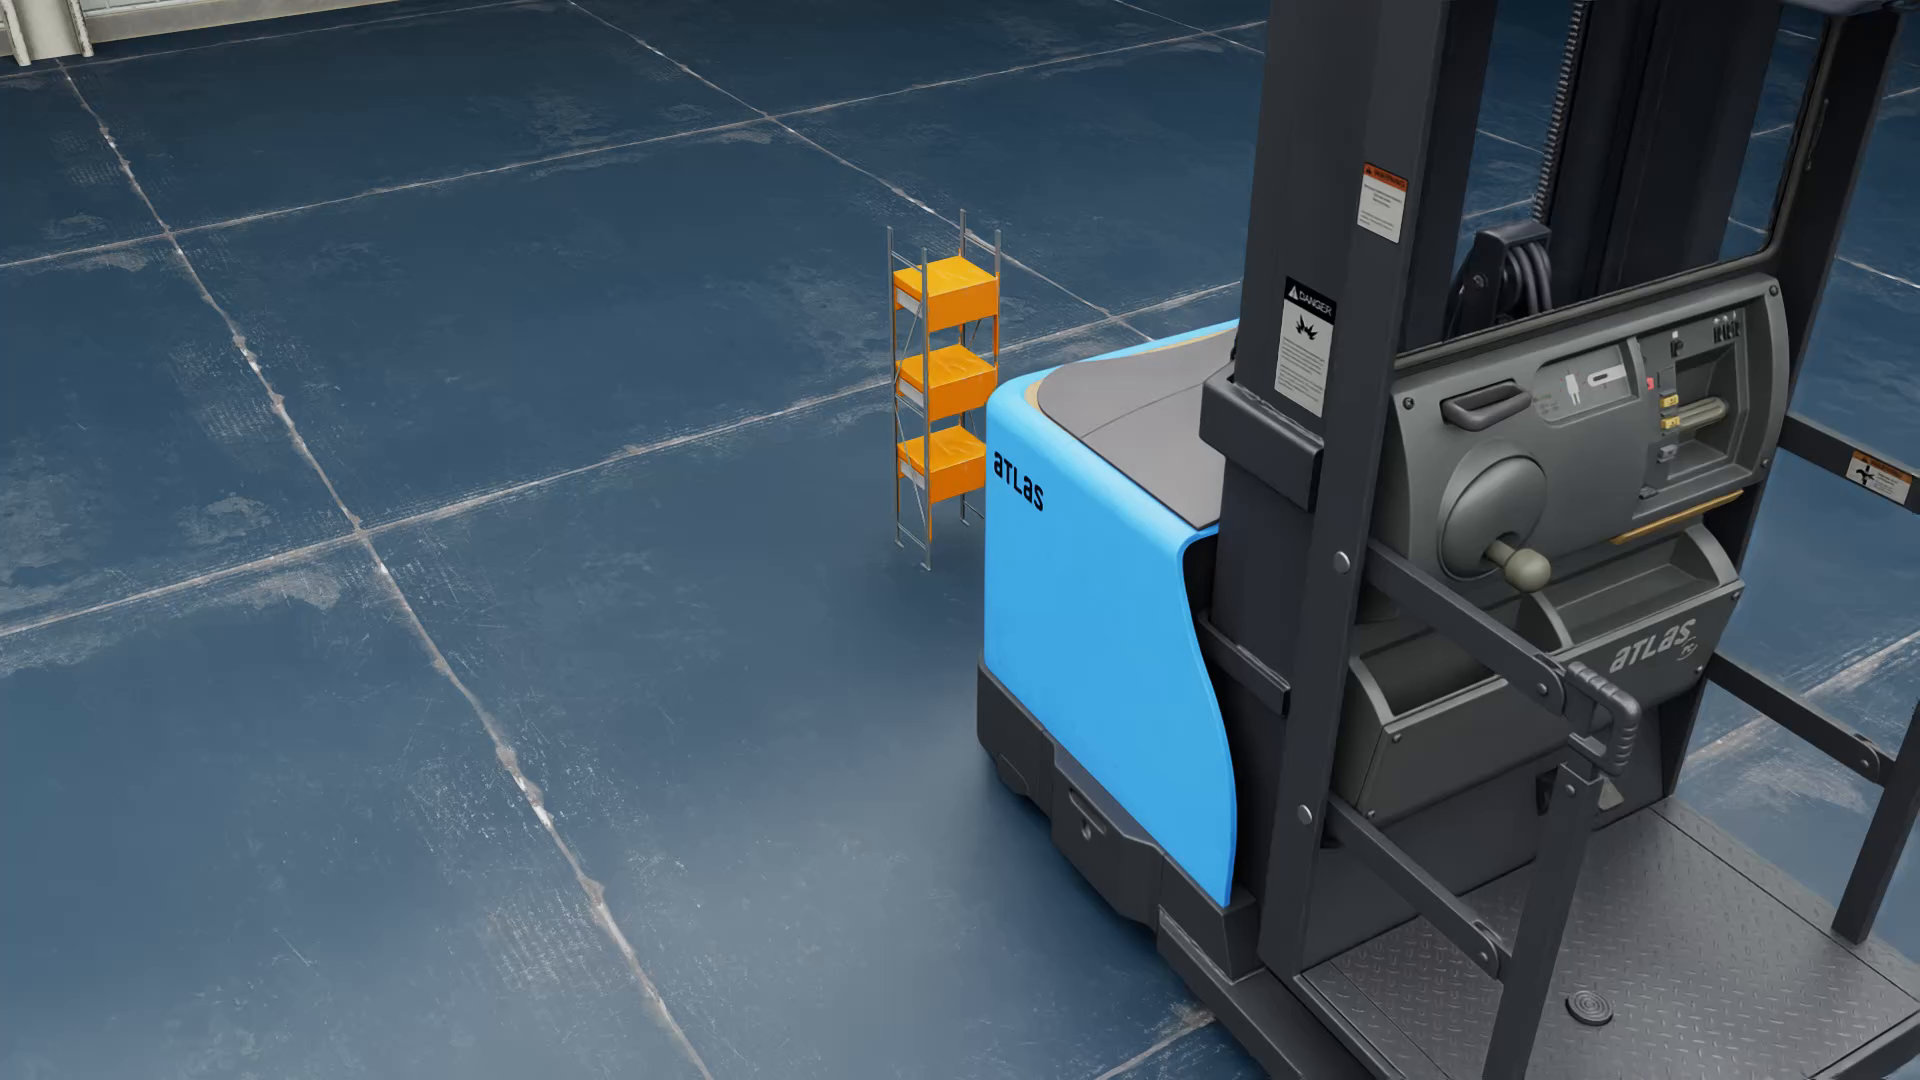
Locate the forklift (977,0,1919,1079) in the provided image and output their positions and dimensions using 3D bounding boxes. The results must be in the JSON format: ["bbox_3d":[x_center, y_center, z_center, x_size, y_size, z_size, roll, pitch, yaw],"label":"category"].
[{"bbox_3d":[1.216,-0.137,2.720,1.130,2.935,3.031,-17,36,-25],"label":"forklift"}]

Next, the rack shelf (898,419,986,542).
[{"bbox_3d":[-0.045,-0.185,5.099,0.240,0.259,0.215,-19,37,-27],"label":"rack shelf"}]

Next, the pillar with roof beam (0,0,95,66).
[{"bbox_3d":[-2.996,-4.730,4.315,0.400,9.000,9.100,-19,37,-27],"label":"pillar with roof beam"}]

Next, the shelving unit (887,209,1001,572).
[{"bbox_3d":[-0.045,-0.429,4.945,0.252,1.050,0.215,-19,37,-27],"label":"shelving unit"}]

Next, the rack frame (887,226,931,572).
[{"bbox_3d":[-0.148,-0.393,4.889,0.008,1.050,0.200,-19,37,-27],"label":"rack frame"}]

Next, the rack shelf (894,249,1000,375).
[{"bbox_3d":[-0.045,-0.660,4.800,0.240,0.259,0.215,-19,37,-27],"label":"rack shelf"}]

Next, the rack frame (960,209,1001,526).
[{"bbox_3d":[0.058,-0.464,5.001,0.008,1.050,0.200,-19,37,-27],"label":"rack frame"}]

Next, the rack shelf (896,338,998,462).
[{"bbox_3d":[-0.045,-0.420,4.951,0.240,0.259,0.215,-19,37,-27],"label":"rack shelf"}]
